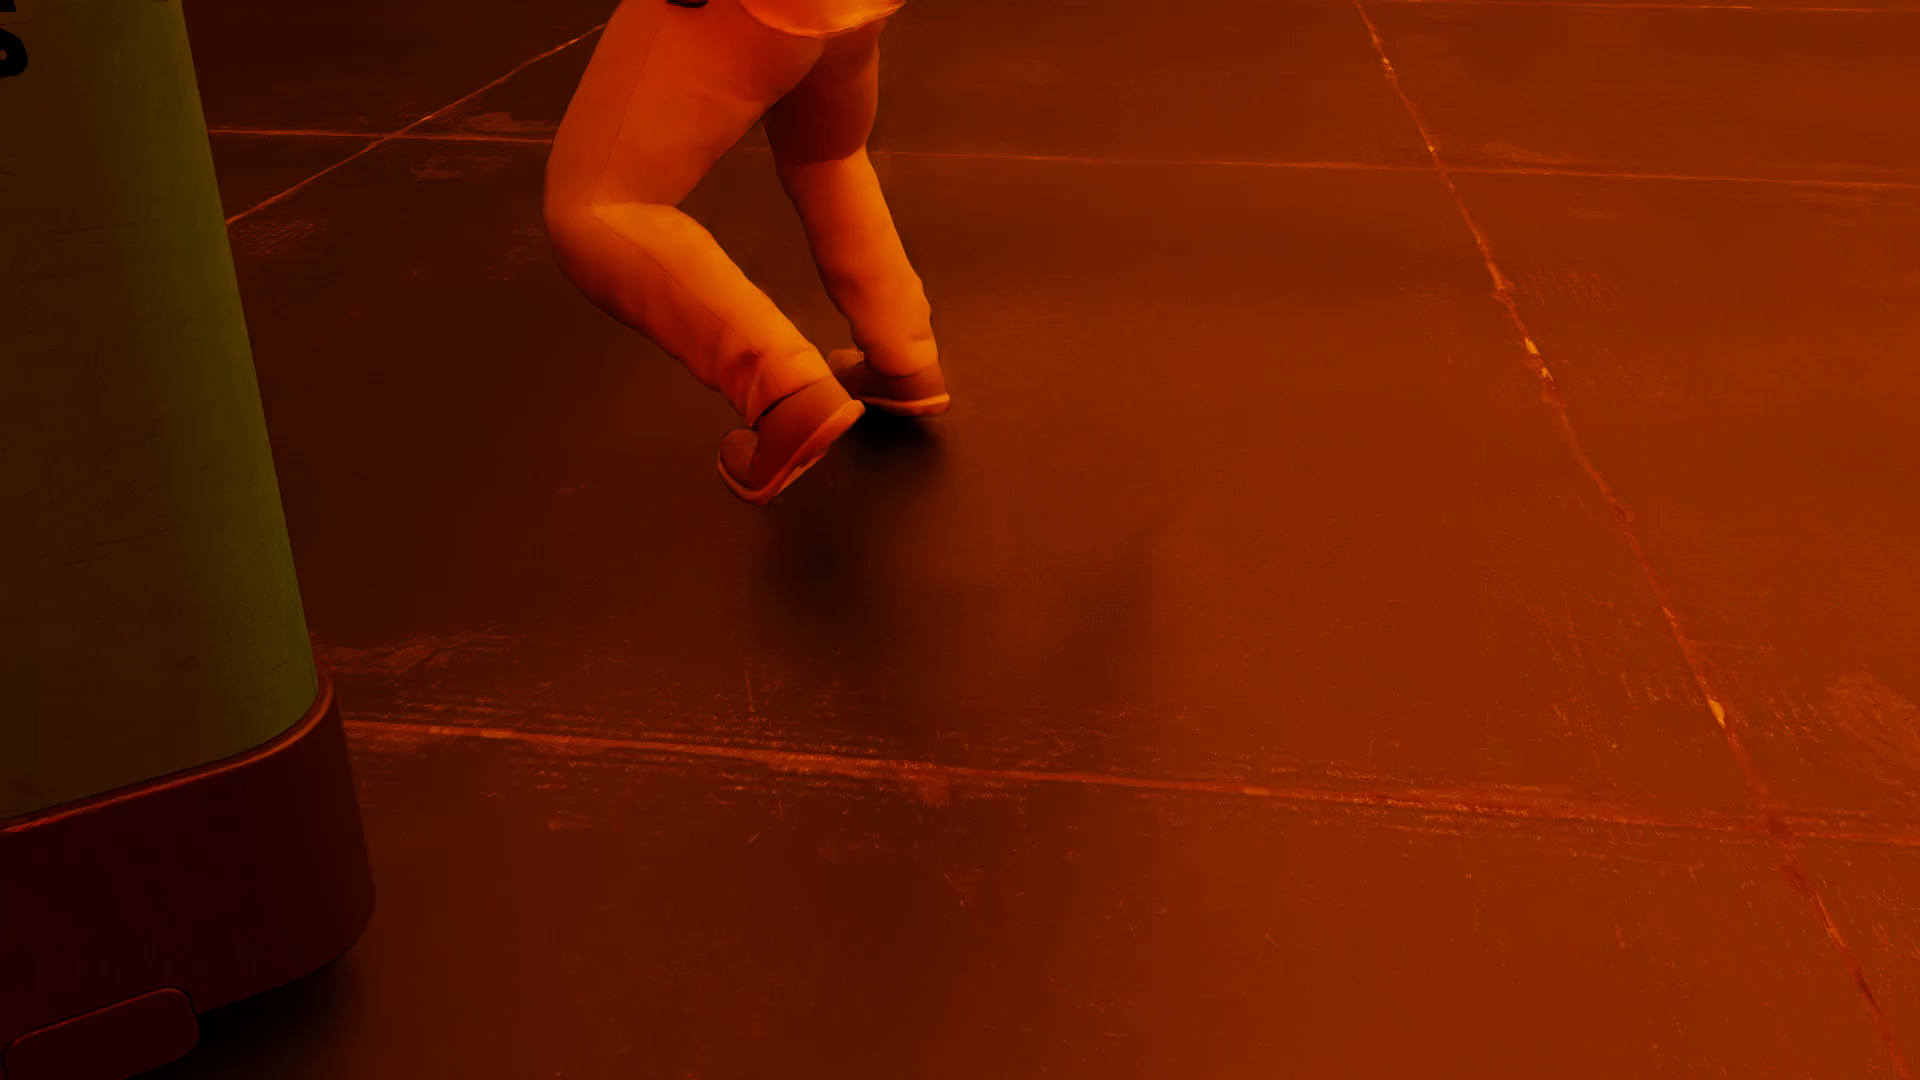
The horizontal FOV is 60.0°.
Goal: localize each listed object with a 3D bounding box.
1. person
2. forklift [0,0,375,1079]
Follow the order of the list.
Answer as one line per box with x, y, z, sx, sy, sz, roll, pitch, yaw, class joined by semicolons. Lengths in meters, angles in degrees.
-0.114;-0.924;2.546;0.737;1.594;1.071;15;30;27;person
-2.094;-0.709;0.637;3.031;2.935;1.130;-15;30;-28;forklift
